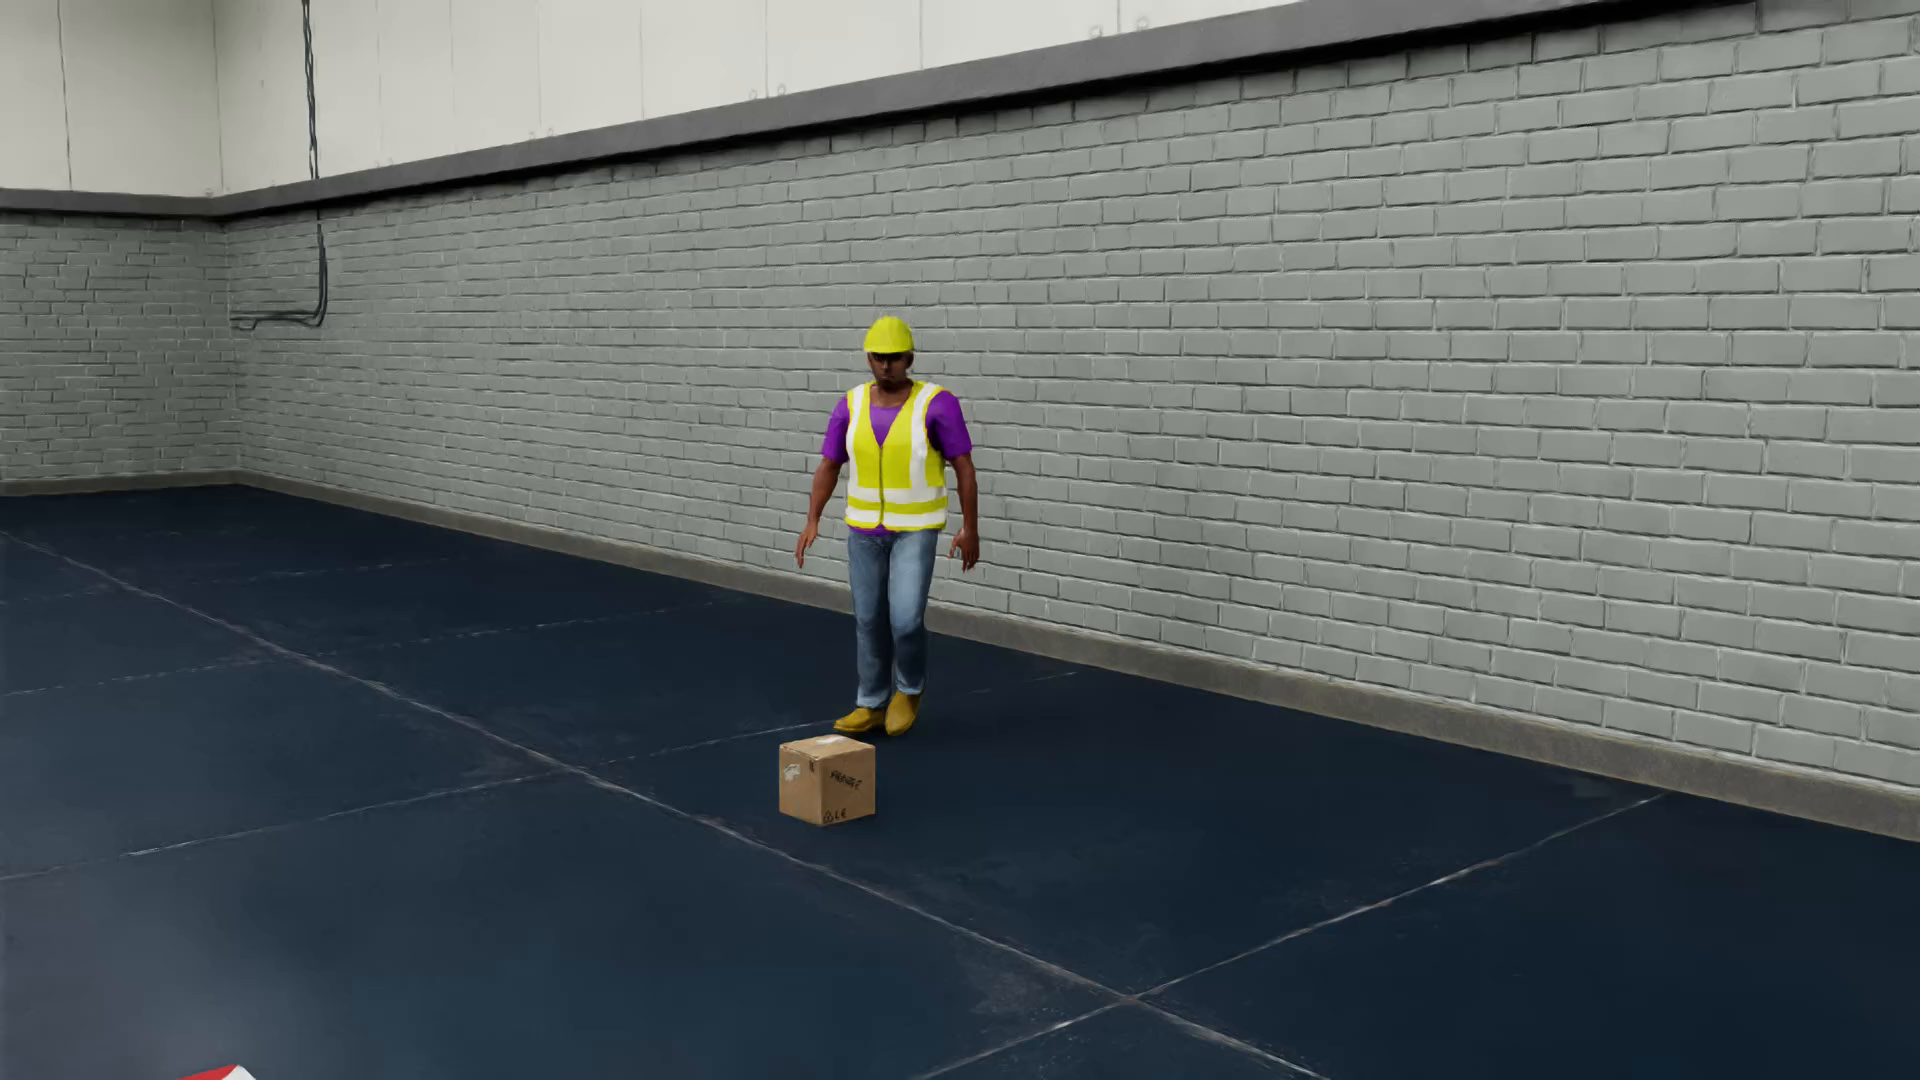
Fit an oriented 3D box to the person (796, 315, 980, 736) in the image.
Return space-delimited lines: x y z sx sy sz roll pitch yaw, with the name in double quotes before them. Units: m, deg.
"person" -0.287 -0.041 6.868 0.728 1.758 0.471 3 8 20
